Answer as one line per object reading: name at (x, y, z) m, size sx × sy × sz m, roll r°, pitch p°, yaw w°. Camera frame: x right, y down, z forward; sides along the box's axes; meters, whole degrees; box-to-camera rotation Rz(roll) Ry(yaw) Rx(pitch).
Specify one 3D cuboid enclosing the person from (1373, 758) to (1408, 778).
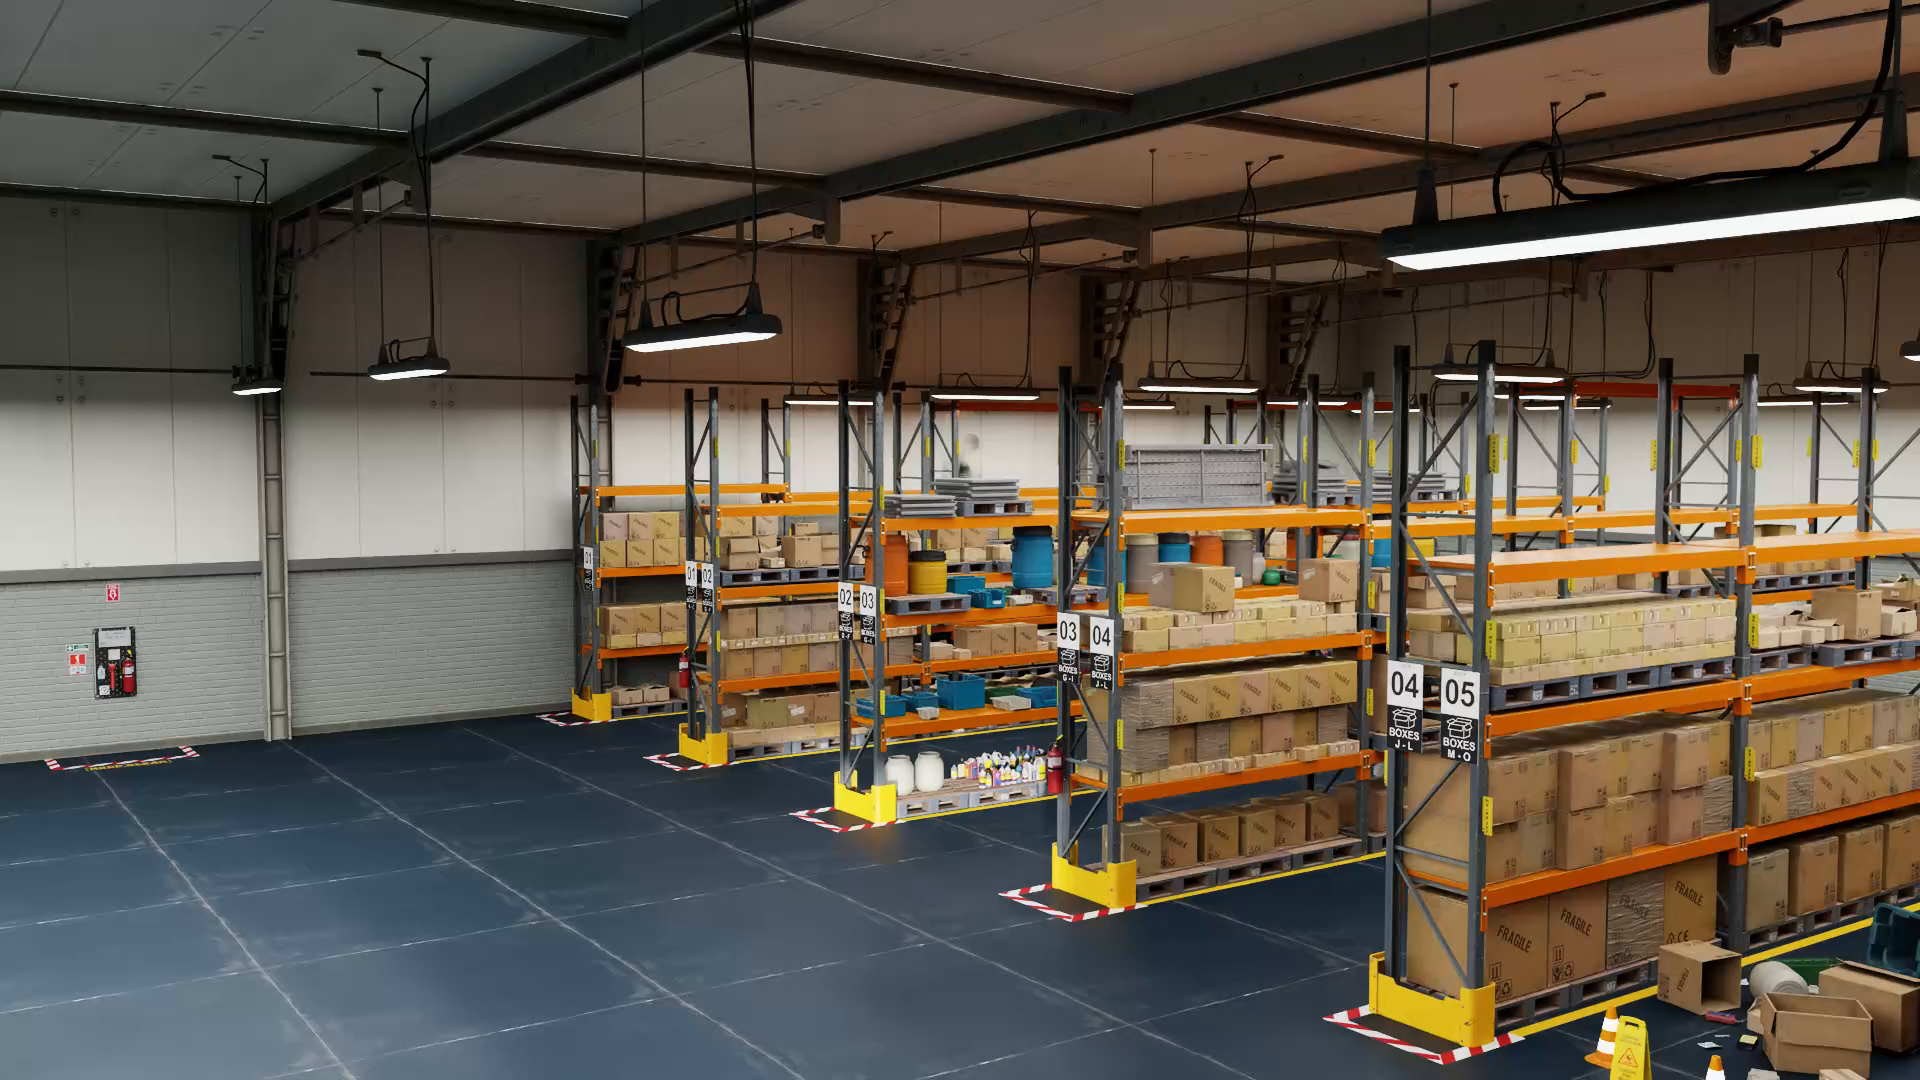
person at (6.347, 2.797, 24.312) m, size 1.033 × 1.762 × 0.728 m, roll -2°, pitch 4°, yaw -29°
